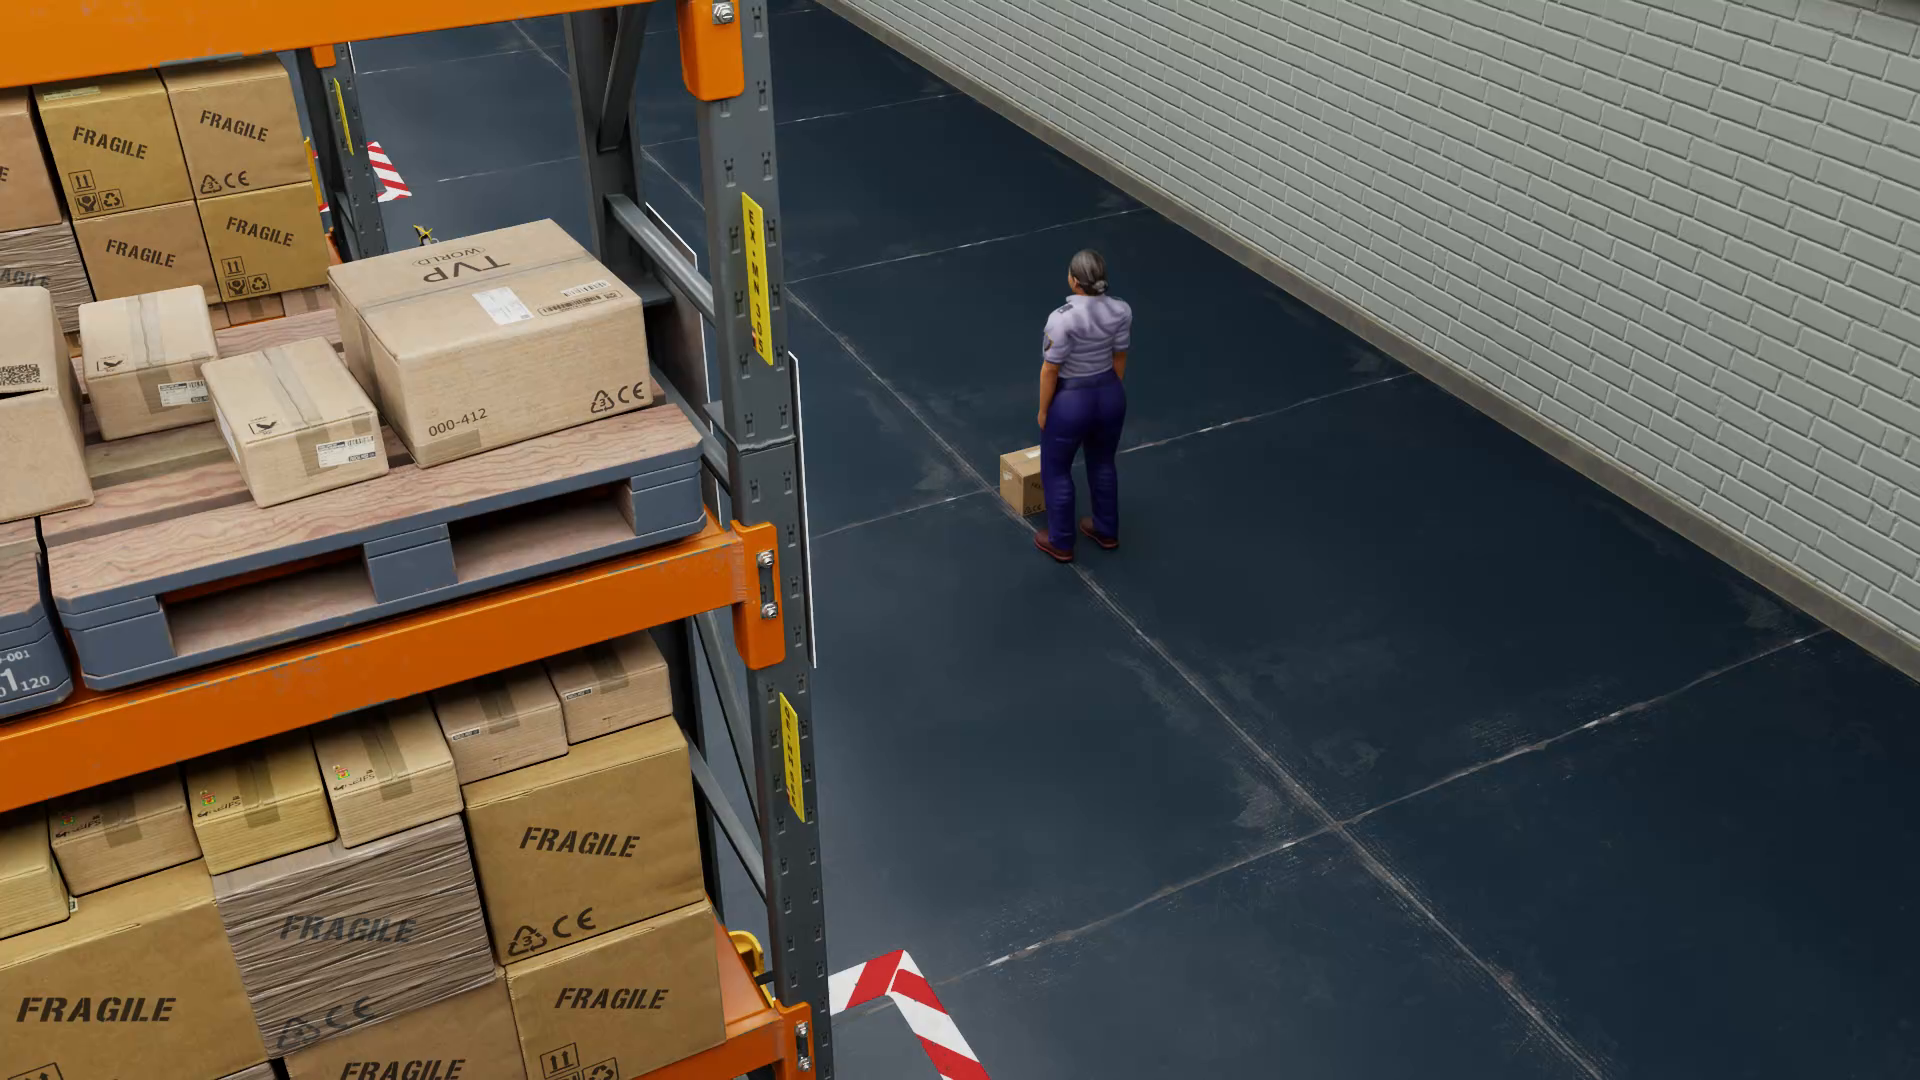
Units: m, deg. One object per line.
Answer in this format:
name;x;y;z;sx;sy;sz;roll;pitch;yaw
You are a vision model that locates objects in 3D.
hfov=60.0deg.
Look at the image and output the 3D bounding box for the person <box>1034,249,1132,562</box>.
person;0.586;-0.659;8.178;0.467;1.631;0.342;-15;36;-22
